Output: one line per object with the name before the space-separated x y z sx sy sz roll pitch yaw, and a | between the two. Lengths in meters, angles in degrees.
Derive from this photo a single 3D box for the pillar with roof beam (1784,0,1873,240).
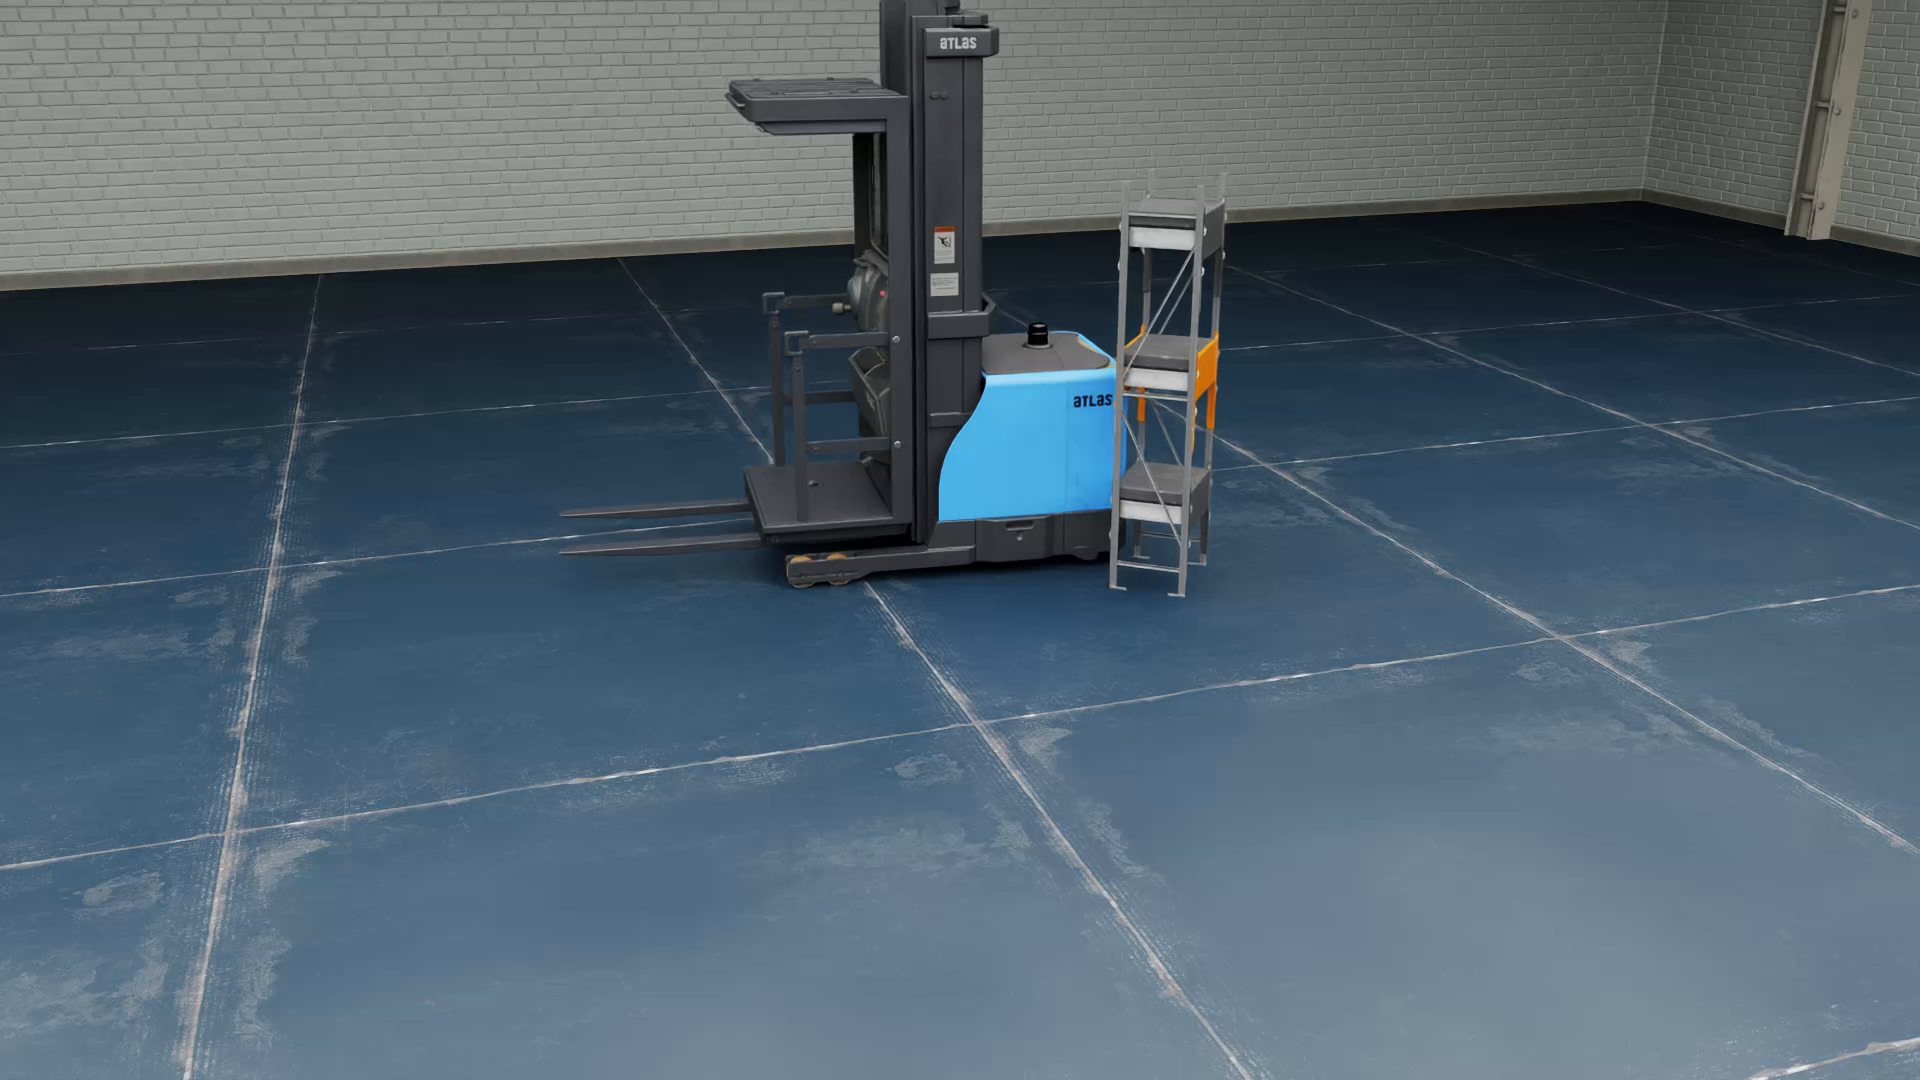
pillar with roof beam | 5.666 -7.271 16.348 9.100 9.000 0.400 -6 21 -17

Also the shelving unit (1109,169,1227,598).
shelving unit | 1.059 -0.791 8.513 0.431 2.100 0.503 7 21 19

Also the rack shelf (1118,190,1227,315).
rack shelf | 1.059 -1.437 8.281 0.431 0.518 0.480 7 21 19

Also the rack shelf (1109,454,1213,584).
rack shelf | 1.059 -0.120 8.754 0.431 0.518 0.480 7 21 19

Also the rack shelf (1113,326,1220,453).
rack shelf | 1.059 -0.779 8.518 0.431 0.518 0.480 7 21 19

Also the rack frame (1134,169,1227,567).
rack frame | 1.145 -0.869 8.728 0.400 2.100 0.015 7 21 19

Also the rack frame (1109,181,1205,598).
rack frame | 0.973 -0.714 8.298 0.400 2.100 0.015 7 21 19

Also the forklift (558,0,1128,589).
forklift | -0.665 -1.321 8.758 3.031 2.935 1.130 -4 20 -12
